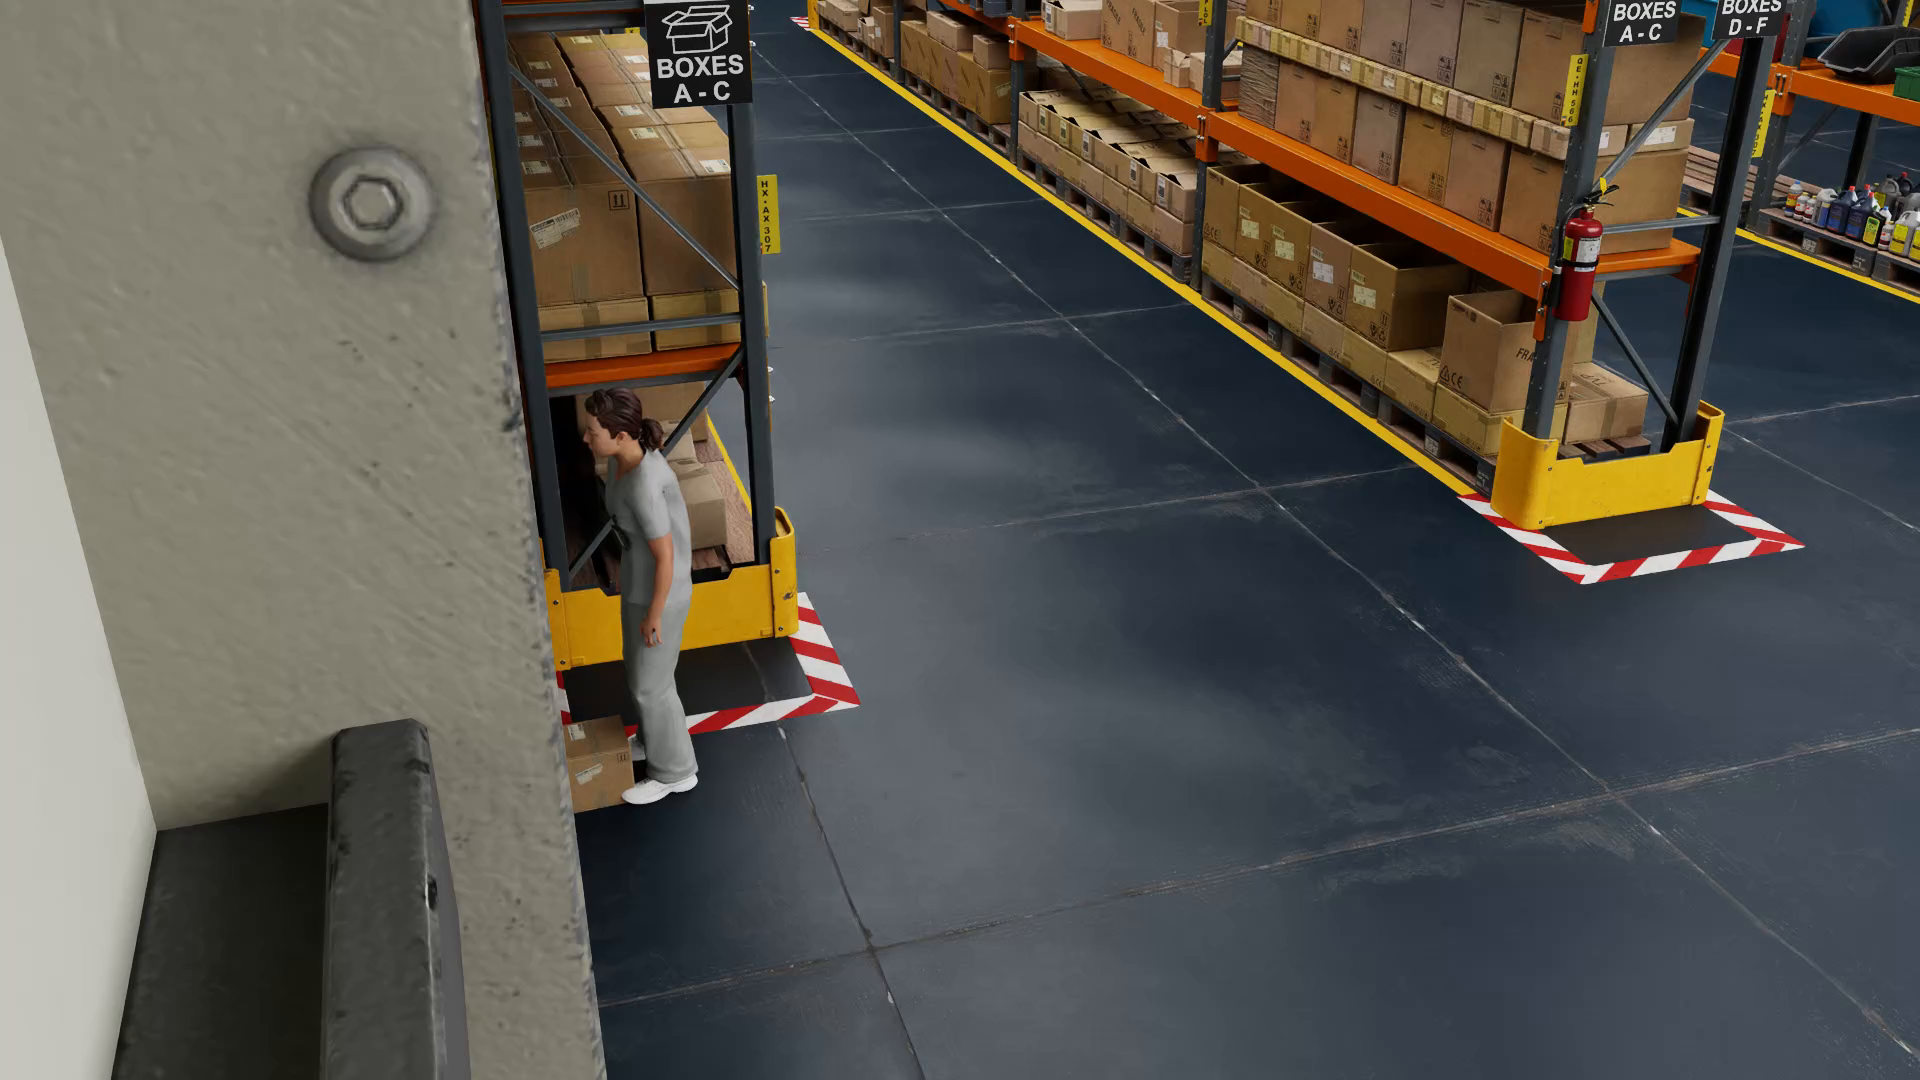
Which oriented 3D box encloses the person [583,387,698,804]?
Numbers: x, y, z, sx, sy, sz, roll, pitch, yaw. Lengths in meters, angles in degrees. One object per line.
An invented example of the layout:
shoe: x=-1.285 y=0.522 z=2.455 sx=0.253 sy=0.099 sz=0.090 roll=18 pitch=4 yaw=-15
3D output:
person: x=-1.184 y=0.196 z=6.223 sx=0.363 sy=1.672 sz=0.514 roll=-10 pitch=28 yaw=-19
